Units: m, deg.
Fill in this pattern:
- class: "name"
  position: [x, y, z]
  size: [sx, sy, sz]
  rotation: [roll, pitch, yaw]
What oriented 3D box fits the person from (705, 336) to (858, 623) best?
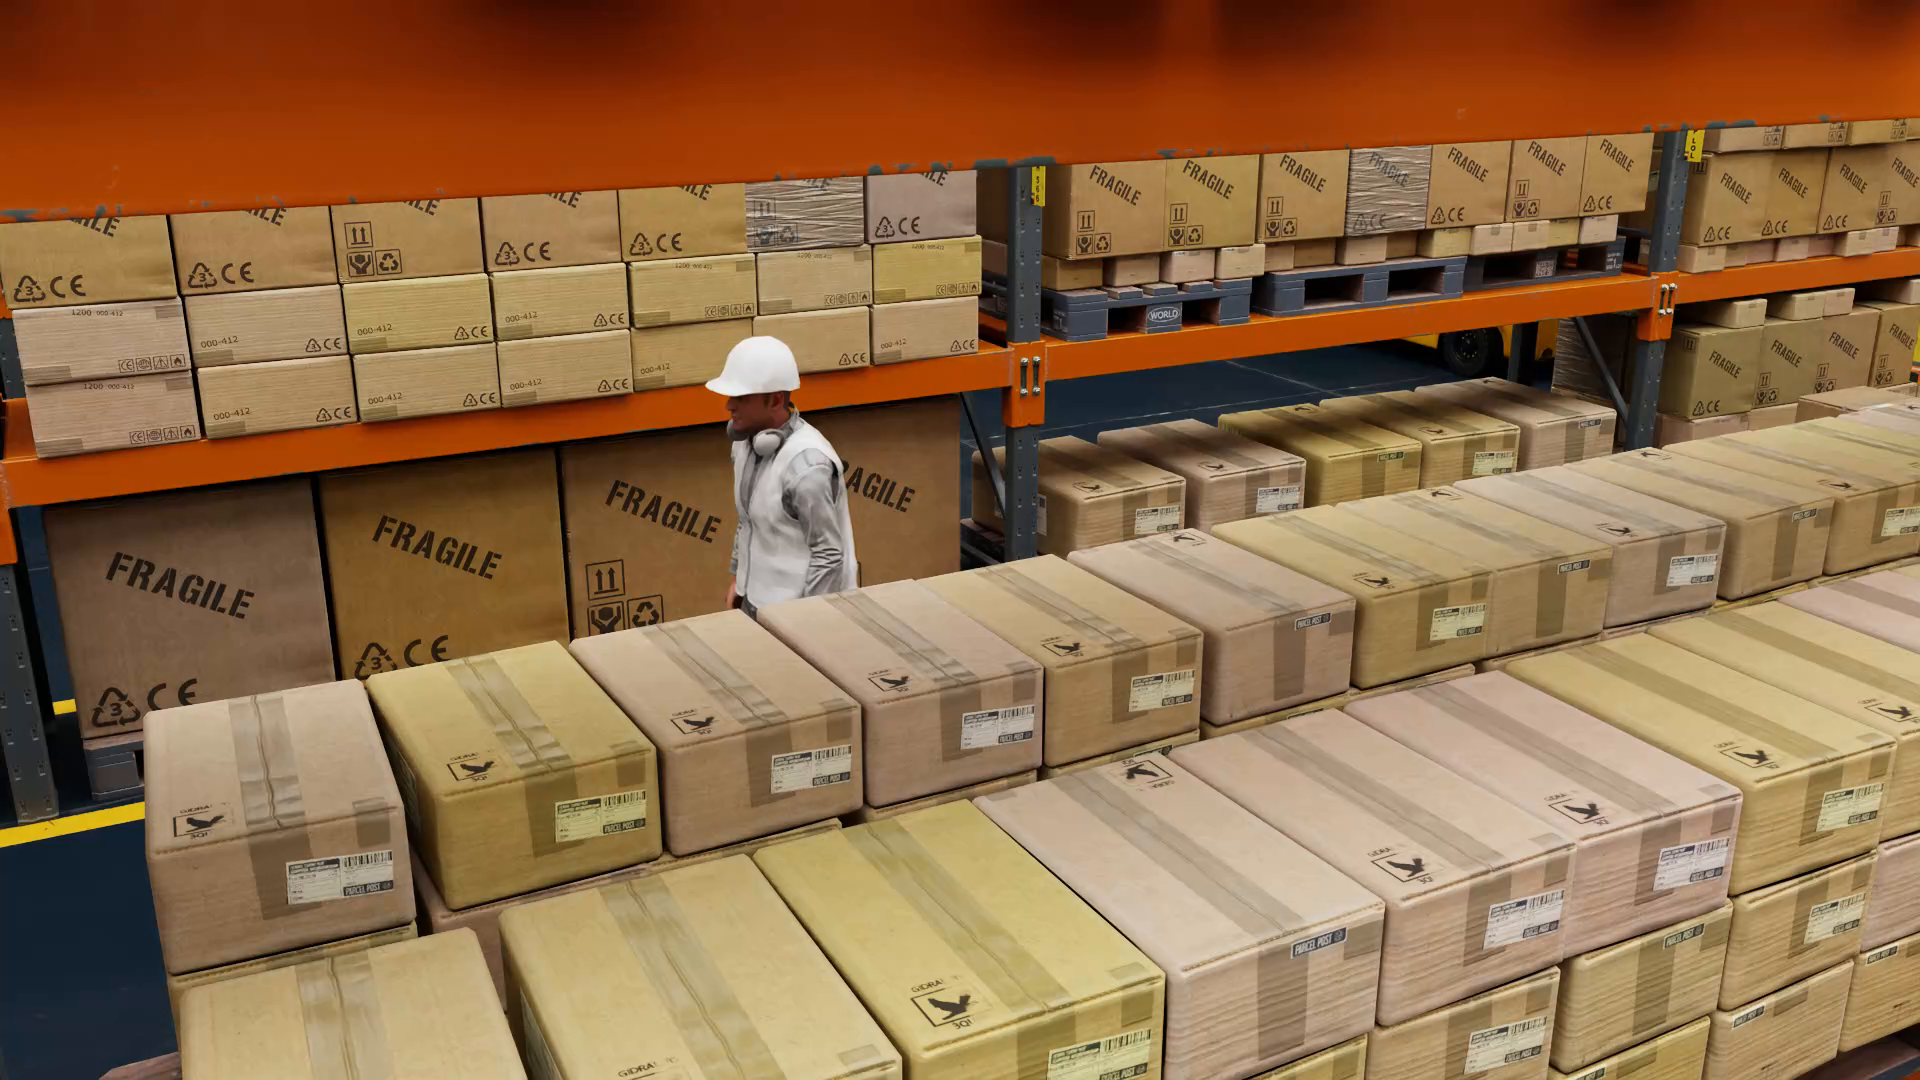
- class: "person"
  position: [-0.575, 0.209, 5.381]
  size: [0.457, 1.773, 0.594]
  rotation: [-11, 21, -30]
